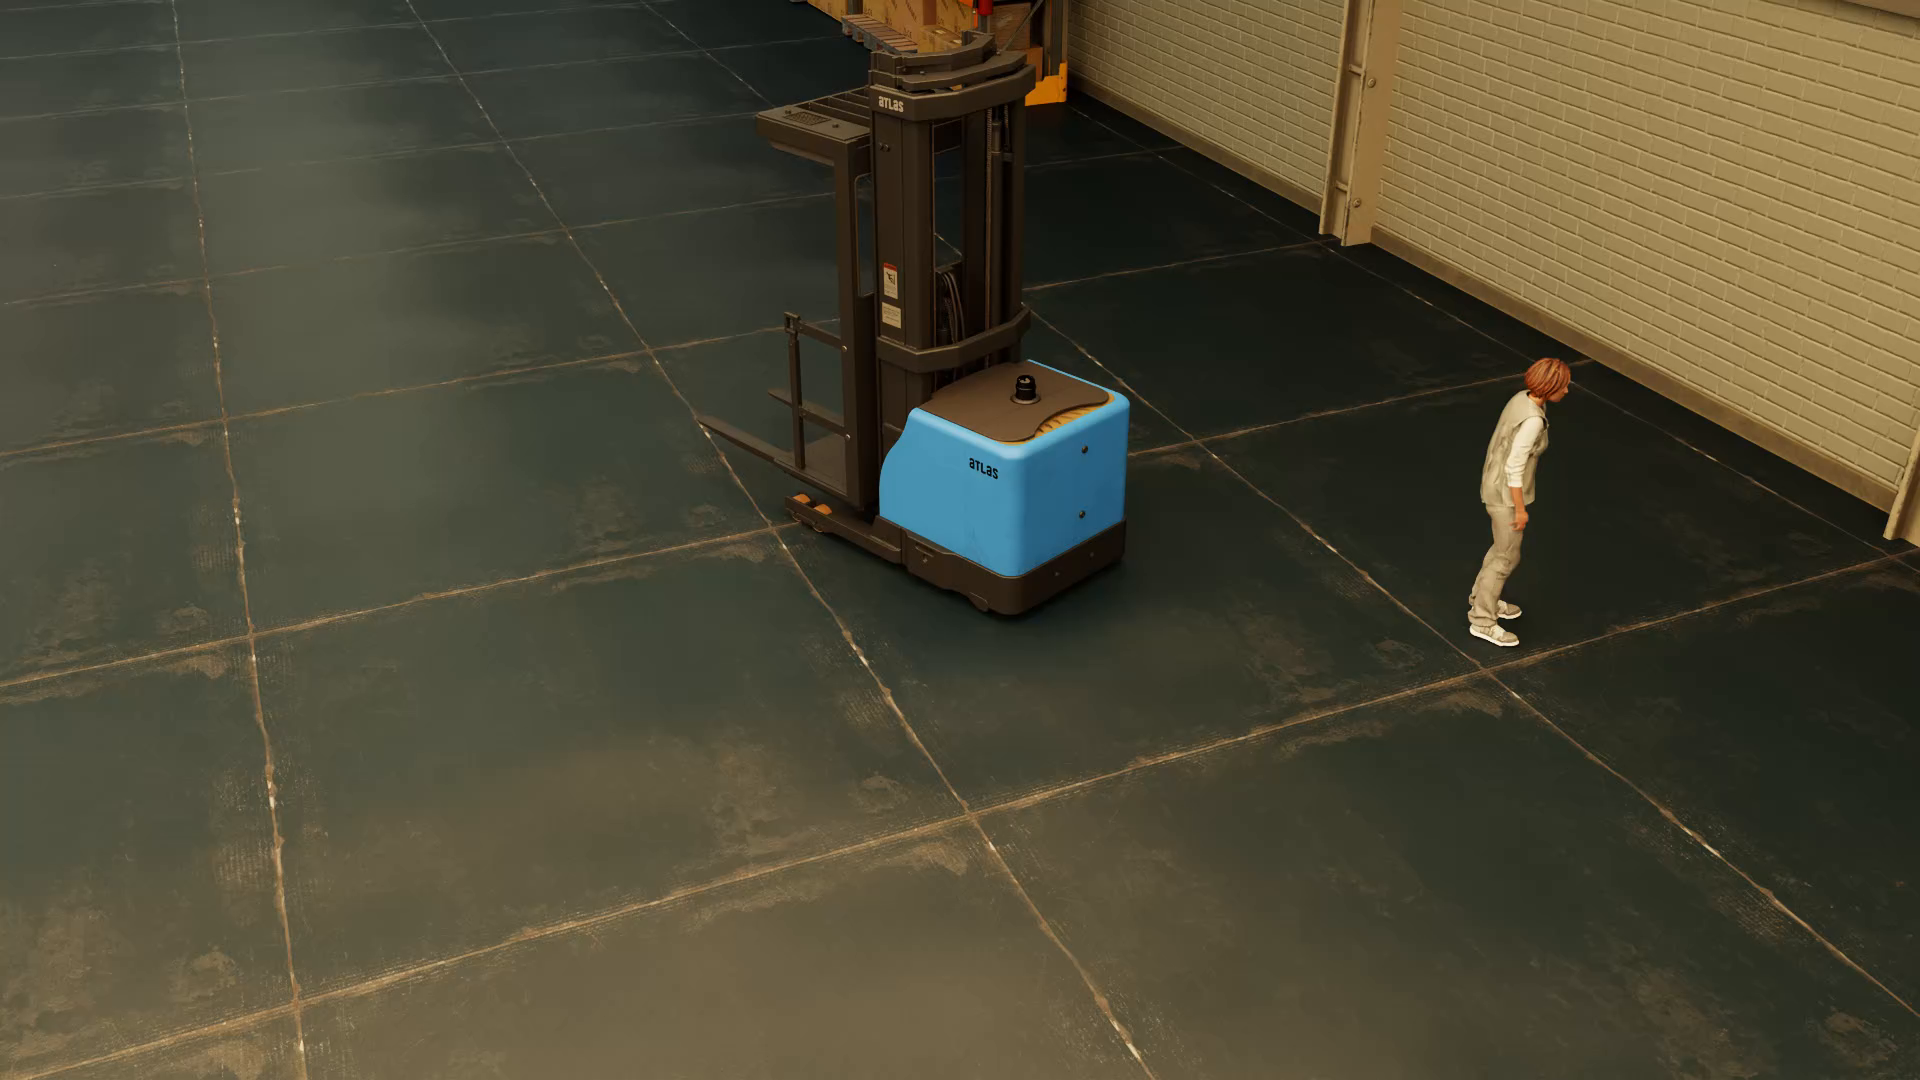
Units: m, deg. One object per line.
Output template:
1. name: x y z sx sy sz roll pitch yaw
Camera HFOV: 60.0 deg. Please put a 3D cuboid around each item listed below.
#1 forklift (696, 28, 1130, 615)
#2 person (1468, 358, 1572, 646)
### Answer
1. forklift: -0.436 -1.483 9.714 3.031 2.935 1.130 26 39 37
2. person: 2.953 -0.230 8.871 0.346 1.593 0.478 9 31 15
